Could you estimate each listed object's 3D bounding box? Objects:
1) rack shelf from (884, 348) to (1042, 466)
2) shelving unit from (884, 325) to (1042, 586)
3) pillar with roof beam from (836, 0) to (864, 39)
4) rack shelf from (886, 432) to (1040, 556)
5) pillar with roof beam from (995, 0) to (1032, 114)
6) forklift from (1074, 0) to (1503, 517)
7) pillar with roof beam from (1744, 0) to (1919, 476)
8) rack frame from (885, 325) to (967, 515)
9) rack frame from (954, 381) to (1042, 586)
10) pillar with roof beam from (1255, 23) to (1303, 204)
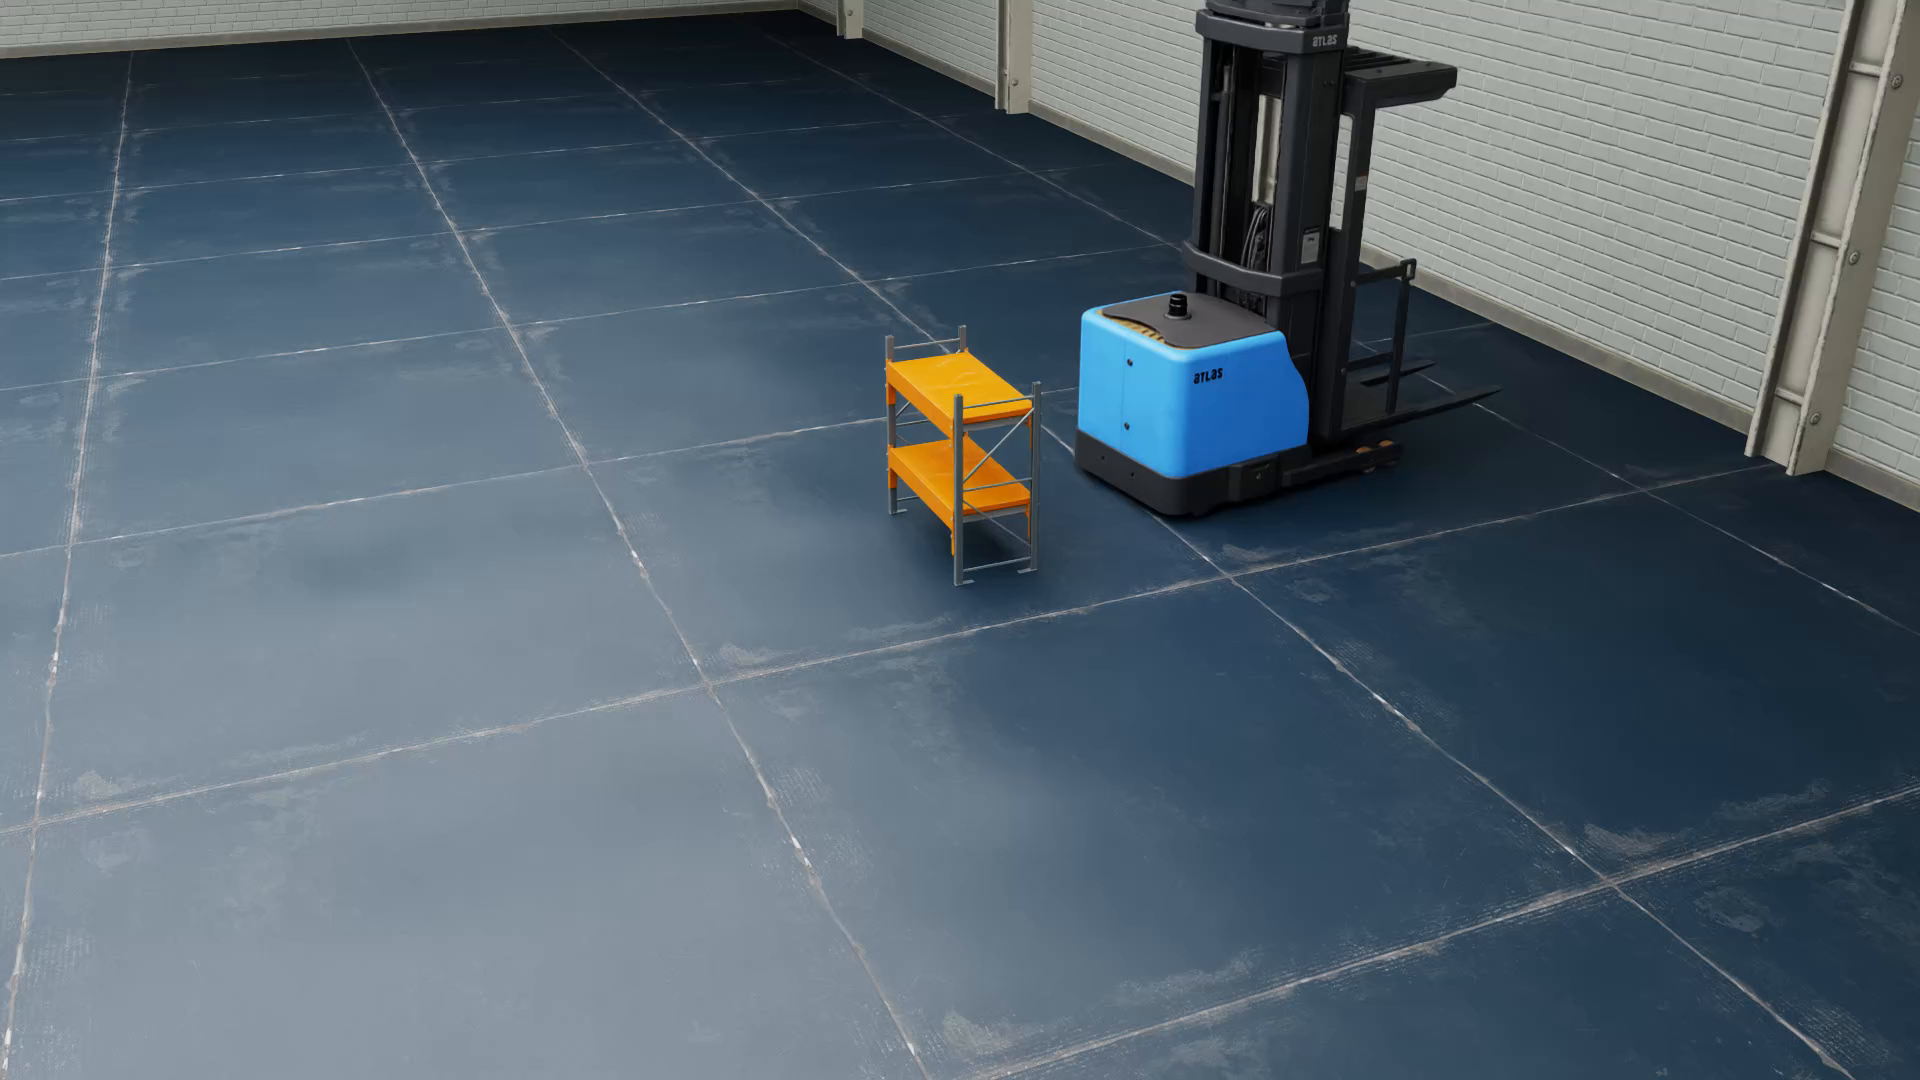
[{"bbox_3d":[0.003,-0.766,9.369,0.538,0.278,1.000,-11,28,-21],"label":"rack shelf"},{"bbox_3d":[0.003,-0.503,9.498,0.538,1.125,1.048,-11,28,-21],"label":"shelving unit"},{"bbox_3d":[-5.651,-11.083,22.192,9.100,9.000,0.400,-11,28,-21],"label":"pillar with roof beam"},{"bbox_3d":[0.003,-0.283,9.605,0.538,0.278,1.000,-11,28,-21],"label":"rack shelf"},{"bbox_3d":[-3.302,-8.660,17.231,9.100,9.000,0.400,-11,28,-21],"label":"pillar with roof beam"},{"bbox_3d":[2.253,-1.927,10.356,3.031,2.935,1.130,-15,30,-28],"label":"forklift"},{"bbox_3d":[1.398,-3.816,7.309,9.100,9.000,0.400,-11,28,-21],"label":"pillar with roof beam"},{"bbox_3d":[-0.196,-0.708,9.918,0.500,1.125,0.032,-11,28,-21],"label":"rack frame"},{"bbox_3d":[0.202,-0.298,9.077,0.500,1.125,0.032,-11,28,-21],"label":"rack frame"},{"bbox_3d":[-0.952,-6.238,12.270,9.100,9.000,0.400,-11,28,-21],"label":"pillar with roof beam"}]
